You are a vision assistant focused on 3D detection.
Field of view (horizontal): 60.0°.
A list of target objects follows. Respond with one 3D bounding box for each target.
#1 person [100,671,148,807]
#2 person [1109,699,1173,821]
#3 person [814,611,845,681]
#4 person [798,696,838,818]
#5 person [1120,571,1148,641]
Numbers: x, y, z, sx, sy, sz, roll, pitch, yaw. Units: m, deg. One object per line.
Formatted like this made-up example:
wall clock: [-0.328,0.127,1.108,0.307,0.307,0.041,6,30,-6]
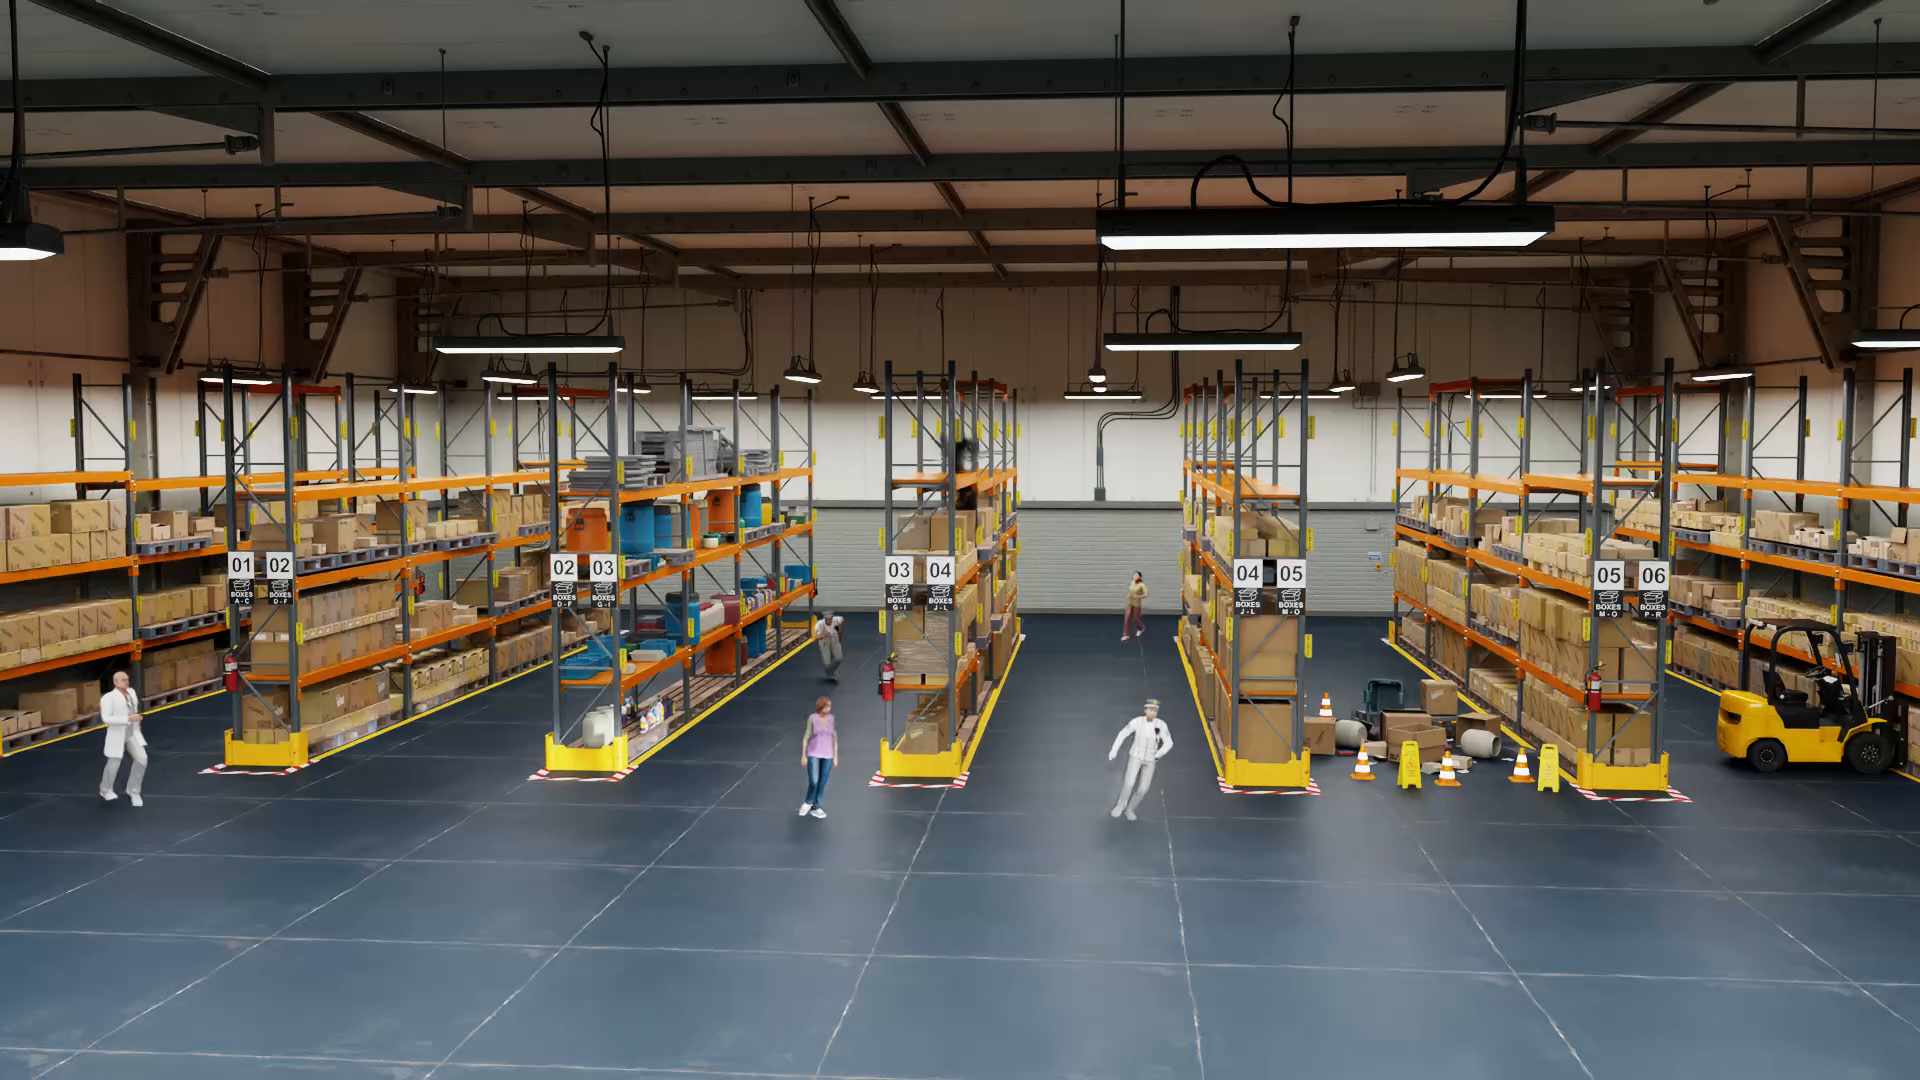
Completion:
person: [-11.176,2.663,22.183,0.911,1.837,0.653,2,4,31]
person: [2.340,2.832,21.307,0.787,1.611,0.581,0,4,-6]
person: [-2.584,2.099,33.062,0.679,1.470,1.019,-1,4,-13]
person: [-1.816,2.790,21.363,0.497,1.584,0.408,-2,4,-27]
person: [4.252,1.574,39.854,0.614,1.661,0.883,4,5,43]
